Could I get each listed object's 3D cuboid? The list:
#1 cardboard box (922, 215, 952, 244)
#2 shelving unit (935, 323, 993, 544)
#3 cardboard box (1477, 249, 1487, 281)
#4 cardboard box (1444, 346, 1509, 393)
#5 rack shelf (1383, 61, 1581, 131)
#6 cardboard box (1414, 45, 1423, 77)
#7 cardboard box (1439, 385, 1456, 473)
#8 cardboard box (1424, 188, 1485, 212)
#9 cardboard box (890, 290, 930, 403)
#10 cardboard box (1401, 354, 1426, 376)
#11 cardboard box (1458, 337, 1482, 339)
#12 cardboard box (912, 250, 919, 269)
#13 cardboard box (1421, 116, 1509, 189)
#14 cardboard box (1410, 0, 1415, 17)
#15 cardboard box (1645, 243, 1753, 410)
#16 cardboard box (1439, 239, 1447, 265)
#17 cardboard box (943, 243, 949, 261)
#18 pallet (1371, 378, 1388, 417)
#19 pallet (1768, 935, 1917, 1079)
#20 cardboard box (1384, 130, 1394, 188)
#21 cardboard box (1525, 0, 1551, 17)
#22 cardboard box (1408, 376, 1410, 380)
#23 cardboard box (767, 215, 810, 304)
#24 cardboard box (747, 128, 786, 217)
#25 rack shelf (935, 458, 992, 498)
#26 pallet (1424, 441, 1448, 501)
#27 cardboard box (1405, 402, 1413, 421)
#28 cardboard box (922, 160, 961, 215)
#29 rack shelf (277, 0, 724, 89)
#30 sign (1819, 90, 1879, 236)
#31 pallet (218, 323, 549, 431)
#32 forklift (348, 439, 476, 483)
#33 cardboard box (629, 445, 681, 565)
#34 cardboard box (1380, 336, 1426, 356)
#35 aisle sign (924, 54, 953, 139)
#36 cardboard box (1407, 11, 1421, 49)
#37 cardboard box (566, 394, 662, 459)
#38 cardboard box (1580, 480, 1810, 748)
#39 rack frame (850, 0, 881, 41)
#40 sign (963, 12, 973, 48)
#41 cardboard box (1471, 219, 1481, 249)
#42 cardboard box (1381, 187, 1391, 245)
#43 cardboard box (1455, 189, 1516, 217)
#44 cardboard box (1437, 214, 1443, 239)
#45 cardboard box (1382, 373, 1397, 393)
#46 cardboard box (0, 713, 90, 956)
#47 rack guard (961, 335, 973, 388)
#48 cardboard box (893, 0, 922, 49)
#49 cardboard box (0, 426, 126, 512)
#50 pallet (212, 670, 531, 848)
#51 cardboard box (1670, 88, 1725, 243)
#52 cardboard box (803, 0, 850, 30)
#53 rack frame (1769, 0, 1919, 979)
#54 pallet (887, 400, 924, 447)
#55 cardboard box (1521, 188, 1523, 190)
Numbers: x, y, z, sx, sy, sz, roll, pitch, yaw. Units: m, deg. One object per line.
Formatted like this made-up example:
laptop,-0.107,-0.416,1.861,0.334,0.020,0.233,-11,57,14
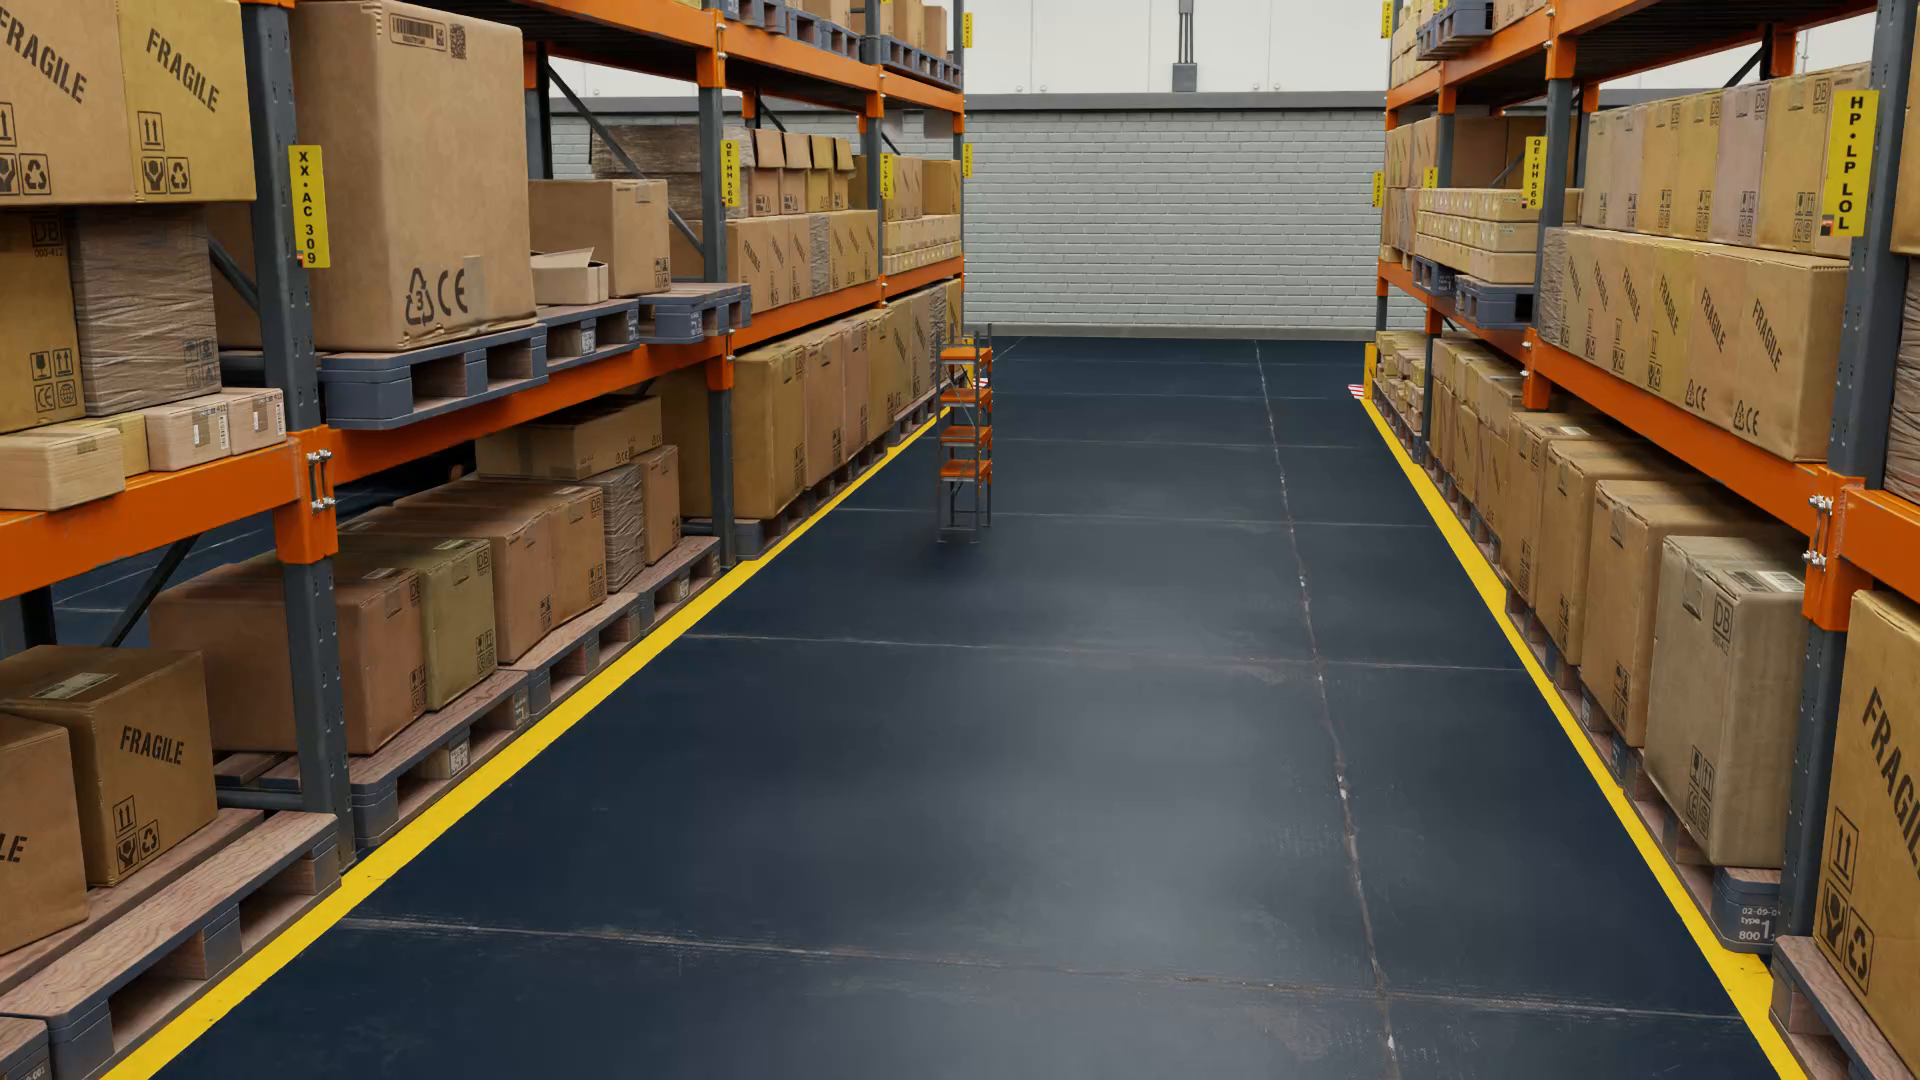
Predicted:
cardboard box,-0.356,-2.854,15.266,0.500,0.250,0.500,2,12,8
shelving unit,0.025,-0.621,9.527,0.258,1.200,0.503,2,12,9
cardboard box,2.852,-1.401,8.476,0.380,0.149,0.250,2,12,8
cardboard box,3.351,-1.076,10.523,0.500,0.250,0.500,2,12,10
rack shelf,4.113,-3.513,13.264,1.077,0.370,4.000,2,12,9
cardboard box,3.780,-3.696,12.758,0.500,0.250,0.500,2,12,8
cardboard box,3.350,-0.710,10.606,0.500,0.500,0.500,2,12,11
cardboard box,3.253,-2.230,10.910,0.380,0.149,0.250,2,12,10
cardboard box,-0.761,-1.653,14.090,0.875,0.875,0.875,2,12,9
cardboard box,3.701,-1.385,13.157,0.380,0.149,0.250,1,12,6
cardboard box,4.580,-1.691,14.576,0.380,0.149,0.250,2,12,7
cardboard box,-0.548,-2.310,13.687,0.380,0.149,0.250,2,12,8
cardboard box,3.610,-2.772,11.920,0.500,0.500,0.500,1,12,7
cardboard box,3.867,-4.321,13.528,0.380,0.149,0.250,2,12,10
cardboard box,2.546,-0.694,5.355,0.500,0.500,0.500,2,12,9
cardboard box,3.095,-1.726,9.981,0.380,0.149,0.250,2,12,8
cardboard box,-0.312,-2.631,15.176,0.380,0.149,0.250,2,12,10
pallet,4.249,-1.268,14.877,1.003,0.211,1.213,2,12,9
pallet,2.381,1.202,3.416,1.003,0.211,1.213,2,12,9
cardboard box,4.089,-3.413,14.895,0.500,0.500,0.500,2,12,8
cardboard box,3.027,-2.792,7.972,0.500,0.500,0.500,2,12,9
cardboard box,3.748,-1.231,13.150,0.380,0.149,0.250,2,12,10
cardboard box,-1.199,-1.687,9.964,0.500,0.500,0.500,2,12,8
cardboard box,-1.464,-2.158,9.768,0.797,0.503,0.637,2,12,10
rack shelf,0.025,-0.361,9.583,0.258,0.148,0.480,2,12,9
pallet,3.687,-0.457,11.114,1.003,0.211,1.213,2,12,9
cardboard box,3.628,-0.995,12.762,0.380,0.149,0.250,1,12,7
cardboard box,-0.280,-3.326,15.674,0.500,0.500,0.500,2,12,9
rack shelf,-2.003,-2.030,6.380,1.077,0.370,4.000,2,12,9
sign,2.037,-0.860,3.803,0.100,0.325,0.005,2,12,9
pallet,-2.049,-0.559,5.425,1.003,0.211,1.213,2,12,9
forklift,-3.724,-1.867,11.200,1.130,2.935,3.031,3,13,15
cardboard box,-1.779,-0.184,8.119,0.700,0.500,0.500,1,12,6
cardboard box,3.915,-1.710,14.666,0.380,0.149,0.250,2,12,8
aisle sign,-0.158,-4.273,16.030,0.394,0.787,0.004,2,12,9
cardboard box,3.851,-4.051,13.219,0.500,0.250,0.500,1,12,7
cardboard box,-1.769,-0.551,8.038,0.500,0.250,0.500,2,12,11
cardboard box,2.734,0.245,5.582,1.050,0.750,0.750,2,12,9
rack frame,-1.080,-5.097,11.783,1.000,3.000,0.127,2,12,9
sign,0.069,-4.837,15.783,0.100,0.325,0.005,2,12,9
cardboard box,2.893,-1.606,8.718,0.380,0.149,0.250,2,12,10
cardboard box,4.078,-2.925,15.002,0.500,0.500,0.500,2,12,11
cardboard box,3.013,-1.909,9.419,0.380,0.149,0.250,2,12,11
cardboard box,3.134,-1.925,10.200,0.380,0.149,0.250,2,12,11
cardboard box,3.885,-1.369,14.497,0.380,0.149,0.250,2,12,9
cardboard box,-2.492,0.719,3.972,0.500,0.500,0.500,6,14,27
rack guard,-0.461,-1.780,16.566,1.175,0.500,0.348,2,12,9
cardboard box,-0.711,-4.314,13.801,0.700,0.500,0.500,2,12,11
cardboard box,-2.127,-0.164,3.732,0.380,0.149,0.250,2,12,9
pallet,-2.192,0.702,5.734,1.003,0.211,1.213,2,12,9
cardboard box,2.880,-1.276,5.682,0.700,0.500,0.500,2,12,8
cardboard box,-1.160,-3.764,11.483,0.700,0.500,0.500,2,12,10
rack frame,2.575,-0.317,3.845,1.000,3.000,0.127,2,12,9
pallet,-0.886,-0.957,13.432,1.003,0.211,1.213,2,12,9
cardboard box,3.936,-2.266,11.075,0.380,0.149,0.250,2,12,11
